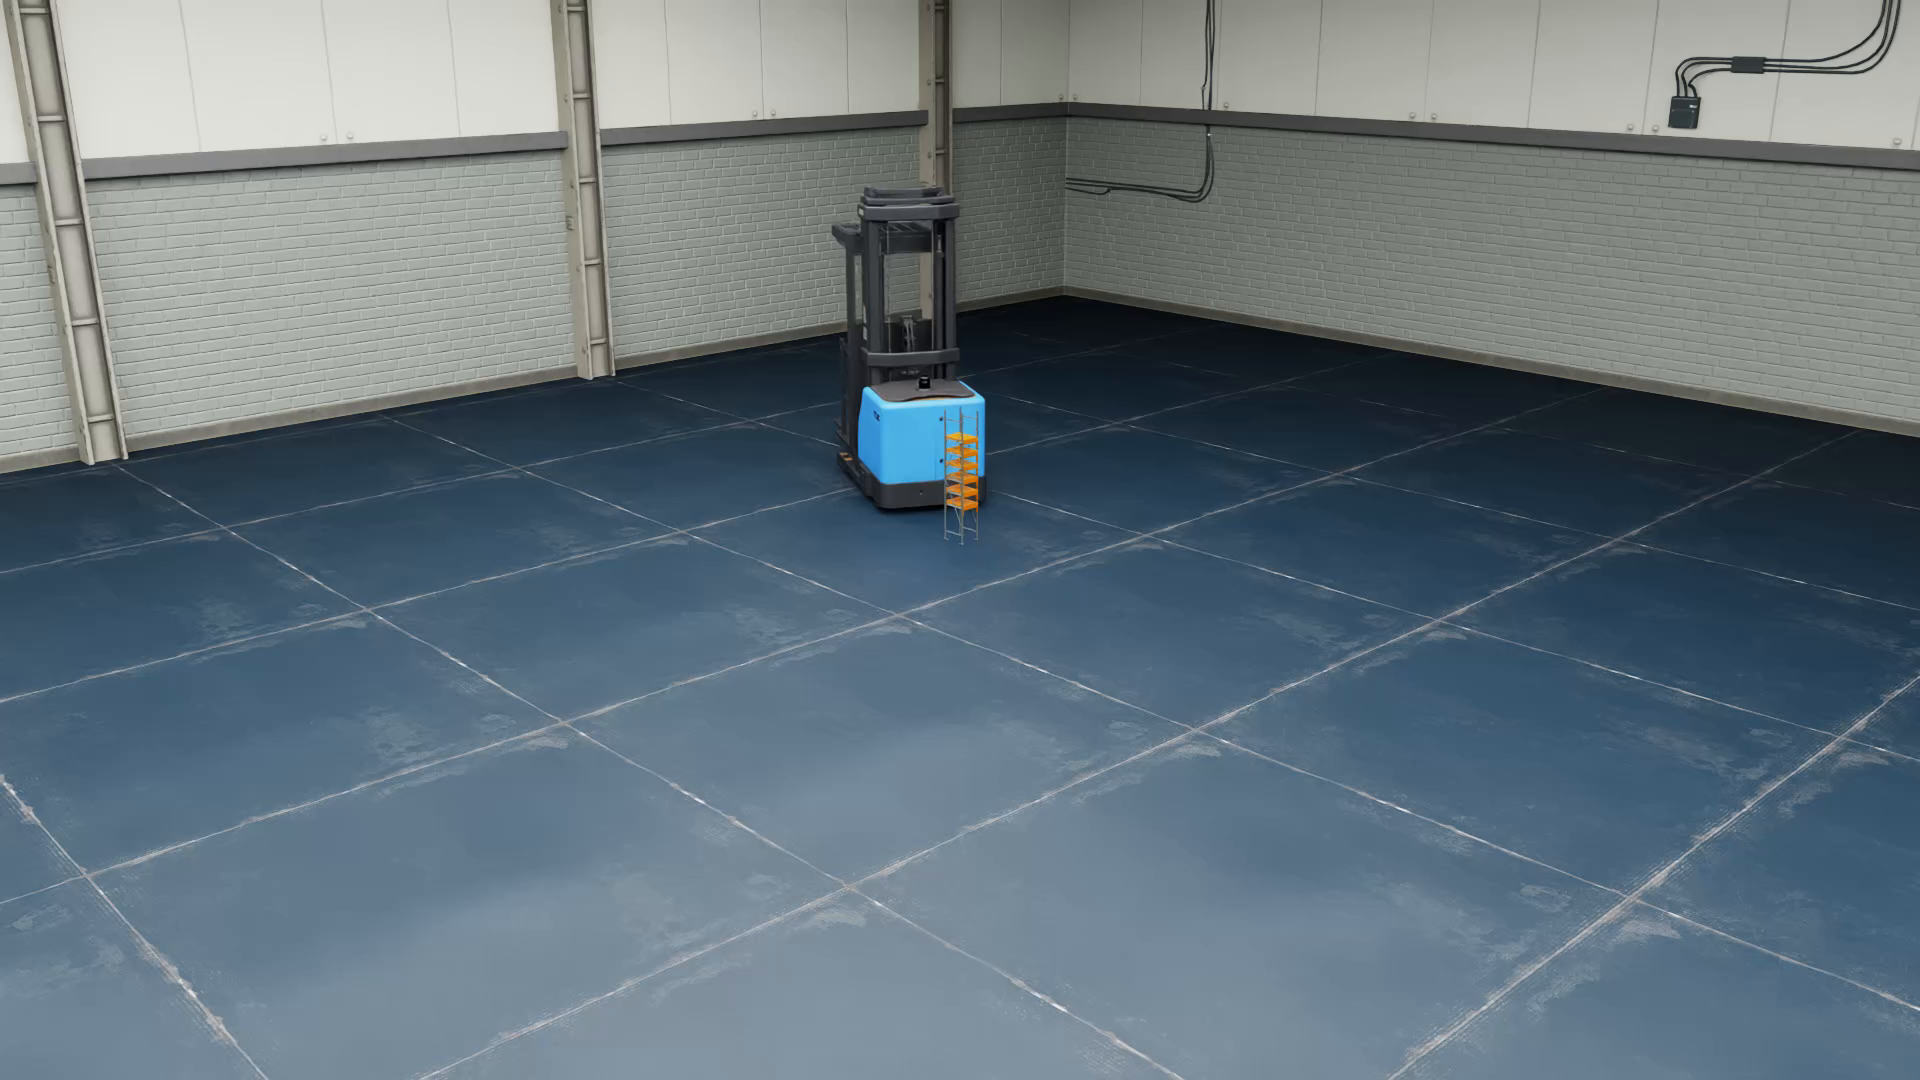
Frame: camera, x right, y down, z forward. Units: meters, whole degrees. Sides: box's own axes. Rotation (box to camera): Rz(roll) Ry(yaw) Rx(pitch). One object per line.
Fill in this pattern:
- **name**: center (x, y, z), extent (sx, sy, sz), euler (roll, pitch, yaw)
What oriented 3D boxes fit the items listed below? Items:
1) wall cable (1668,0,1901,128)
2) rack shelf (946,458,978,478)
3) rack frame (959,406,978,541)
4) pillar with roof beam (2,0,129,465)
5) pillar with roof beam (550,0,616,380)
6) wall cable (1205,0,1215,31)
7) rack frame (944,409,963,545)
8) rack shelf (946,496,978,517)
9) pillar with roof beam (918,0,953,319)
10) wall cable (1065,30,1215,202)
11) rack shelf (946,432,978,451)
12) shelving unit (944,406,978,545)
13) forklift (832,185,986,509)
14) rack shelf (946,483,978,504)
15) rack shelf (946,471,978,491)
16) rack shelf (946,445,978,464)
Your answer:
- **wall cable**: center (9.204, -7.498, 18.005), extent (0.169, 6.003, 2.305), euler (-16, 24, -41)
- **rack shelf**: center (0.011, -0.646, 14.786), extent (0.180, 0.103, 0.258), euler (-16, 24, -41)
- **rack frame**: center (0.077, -0.593, 14.869), extent (0.006, 1.200, 0.240), euler (-16, 24, -41)
- **pillar with roof beam**: center (-6.117, -4.175, 13.272), extent (0.400, 9.000, 9.100), euler (-16, 24, -41)
- **pillar with roof beam**: center (-1.758, -5.447, 17.193), extent (0.400, 9.000, 9.100), euler (-16, 24, -41)
- **wall cable**: center (4.552, -8.330, 22.931), extent (0.112, 2.526, 3.097), euler (-16, 24, -41)
- **rack frame**: center (-0.056, -0.554, 14.749), extent (0.006, 1.200, 0.240), euler (-16, 24, -41)
- **rack shelf**: center (0.011, -0.303, 14.897), extent (0.180, 0.103, 0.258), euler (-16, 24, -41)
- **pillar with roof beam**: center (2.602, -6.718, 21.114), extent (0.400, 9.000, 9.100), euler (-16, 24, -41)
- **wall cable**: center (2.693, -6.534, 25.580), extent (0.112, 2.526, 3.097), euler (-16, 24, -41)
- **rack shelf**: center (0.011, -0.874, 14.712), extent (0.180, 0.103, 0.258), euler (-16, 24, -41)
- **shelving unit**: center (0.011, -0.574, 14.809), extent (0.189, 1.200, 0.258), euler (-16, 24, -41)
- **forklift**: center (-0.647, -2.106, 16.728), extent (1.130, 2.935, 3.031), euler (-5, 19, -15)
- **rack shelf**: center (0.011, -0.417, 14.860), extent (0.180, 0.103, 0.258), euler (-16, 24, -41)
- **rack shelf**: center (0.011, -0.532, 14.823), extent (0.180, 0.103, 0.258), euler (-16, 24, -41)
- **rack shelf**: center (0.011, -0.760, 14.749), extent (0.180, 0.103, 0.258), euler (-16, 24, -41)
